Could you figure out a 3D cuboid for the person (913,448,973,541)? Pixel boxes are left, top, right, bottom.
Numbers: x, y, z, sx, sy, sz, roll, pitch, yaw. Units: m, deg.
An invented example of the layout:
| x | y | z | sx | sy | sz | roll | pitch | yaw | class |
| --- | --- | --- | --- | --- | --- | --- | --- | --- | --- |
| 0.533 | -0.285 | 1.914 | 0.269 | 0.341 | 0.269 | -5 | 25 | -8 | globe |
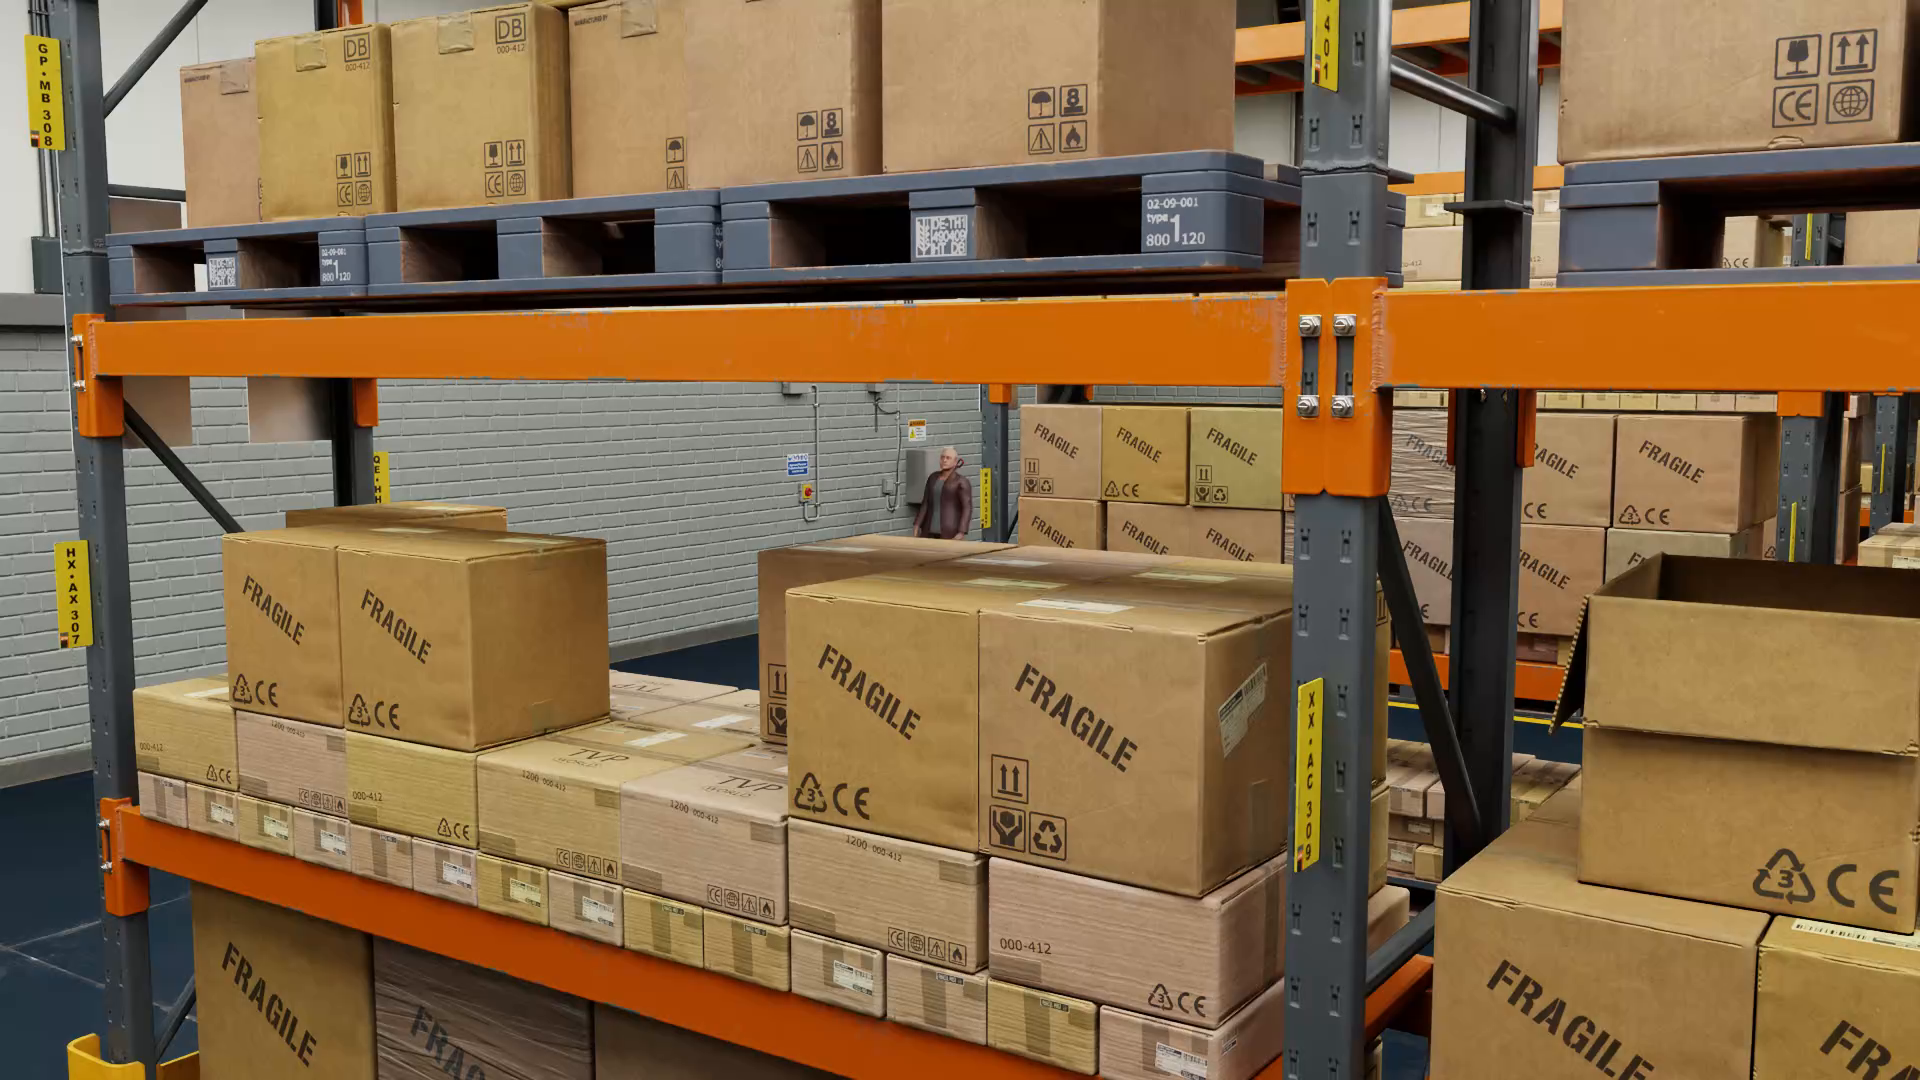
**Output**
| x | y | z | sx | sy | sz | roll | pitch | yaw | class |
| --- | --- | --- | --- | --- | --- | --- | --- | --- | --- |
| -0.239 | -0.062 | 17.255 | 0.694 | 1.776 | 0.581 | 4 | 7 | 34 | person |
